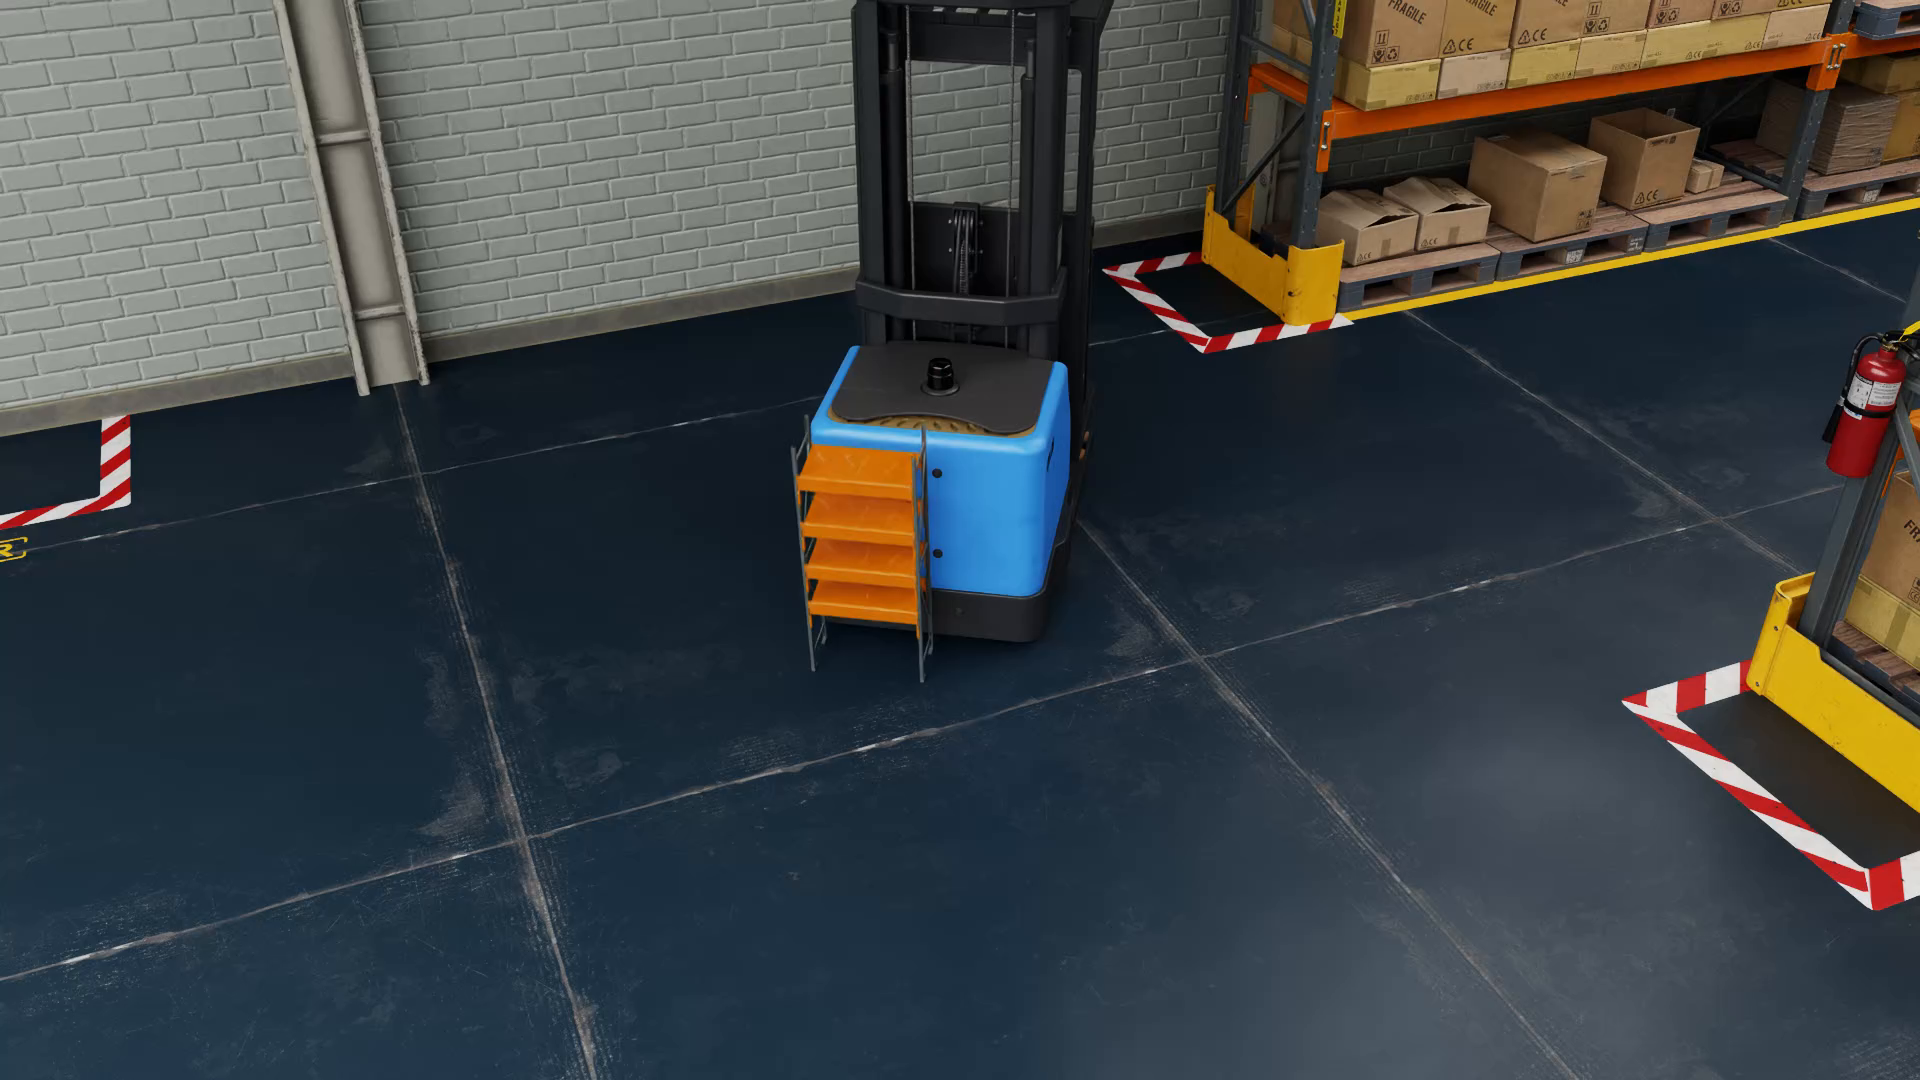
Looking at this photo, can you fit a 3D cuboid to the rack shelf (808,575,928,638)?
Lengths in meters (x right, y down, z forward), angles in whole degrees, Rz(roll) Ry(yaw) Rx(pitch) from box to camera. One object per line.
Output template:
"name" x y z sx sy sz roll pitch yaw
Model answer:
"rack shelf" -0.393 0.266 7.208 0.480 0.148 0.258 5 38 8

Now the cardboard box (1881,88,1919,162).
"cardboard box" 6.727 -3.163 12.250 0.500 0.500 0.700 -14 35 -20

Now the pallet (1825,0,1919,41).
"pallet" 6.359 -3.736 11.418 1.213 0.211 1.003 -13 35 -19

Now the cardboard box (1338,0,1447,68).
"cardboard box" 2.466 -3.093 9.685 0.500 0.500 0.500 -13 35 -19

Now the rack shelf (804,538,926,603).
"rack shelf" -0.396 0.110 7.086 0.480 0.148 0.258 5 38 8

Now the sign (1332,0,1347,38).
"sign" 2.120 -2.974 9.277 0.005 0.325 0.100 -13 35 -19

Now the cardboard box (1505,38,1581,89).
"cardboard box" 3.428 -2.994 10.221 0.500 0.250 0.500 -13 35 -20

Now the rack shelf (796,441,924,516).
"rack shelf" -0.403 -0.253 6.803 0.480 0.148 0.258 5 38 8

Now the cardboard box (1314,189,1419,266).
"cardboard box" 2.583 -2.042 10.700 0.500 0.311 0.500 -17 37 -24

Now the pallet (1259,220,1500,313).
"pallet" 2.743 -1.885 10.953 1.213 0.211 1.003 -13 35 -19

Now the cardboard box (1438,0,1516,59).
"cardboard box" 2.926 -3.193 9.838 0.500 0.500 0.500 -13 35 -19

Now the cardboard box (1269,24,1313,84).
"cardboard box" 2.266 -3.026 10.269 0.500 0.250 0.500 -12 35 -18

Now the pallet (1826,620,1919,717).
"pallet" 4.520 0.593 7.146 1.213 0.211 1.003 -13 35 -19

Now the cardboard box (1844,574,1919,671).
"cardboard box" 4.211 0.321 7.142 0.500 0.250 0.500 -13 35 -19

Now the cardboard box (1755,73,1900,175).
"cardboard box" 6.270 -3.029 12.043 0.500 0.500 0.700 -12 35 -17

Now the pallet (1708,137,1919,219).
"pallet" 6.315 -2.725 12.244 1.213 0.211 1.003 -13 35 -19

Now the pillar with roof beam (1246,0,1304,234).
"pillar with roof beam" 3.887 -3.816 5.864 0.400 9.000 9.100 -13 35 -19

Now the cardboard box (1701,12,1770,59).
"cardboard box" 4.816 -3.320 10.722 0.500 0.250 0.500 -13 35 -19

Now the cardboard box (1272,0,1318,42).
"cardboard box" 2.262 -3.350 10.080 0.500 0.500 0.500 -13 35 -19

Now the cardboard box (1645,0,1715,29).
"cardboard box" 4.355 -3.524 10.347 0.500 0.500 0.500 -14 36 -20

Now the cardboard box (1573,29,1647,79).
"cardboard box" 3.895 -3.100 10.383 0.500 0.250 0.500 -13 35 -19

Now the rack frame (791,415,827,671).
"rack frame" -0.637 0.035 7.079 0.015 1.200 0.240 5 38 8

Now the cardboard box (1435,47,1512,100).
"cardboard box" 2.956 -2.890 10.060 0.500 0.250 0.500 -14 36 -20

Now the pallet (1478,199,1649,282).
"pallet" 3.866 -2.140 11.346 1.213 0.211 1.003 -13 35 -19

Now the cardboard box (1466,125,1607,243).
"cardboard box" 3.804 -2.372 11.033 0.500 0.500 0.700 -15 36 -22

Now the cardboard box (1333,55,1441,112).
"cardboard box" 2.483 -2.773 9.880 0.500 0.250 0.500 -14 36 -20

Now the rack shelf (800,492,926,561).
"rack shelf" -0.399 -0.067 6.948 0.480 0.148 0.258 5 38 8

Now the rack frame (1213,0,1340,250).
"rack frame" 1.910 -2.884 9.932 0.127 3.000 1.000 -13 35 -19

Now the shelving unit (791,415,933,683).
"shelving unit" -0.397 0.057 7.044 0.503 1.200 0.258 5 38 8

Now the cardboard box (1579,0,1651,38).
"cardboard box" 3.876 -3.414 10.178 0.500 0.500 0.500 -12 35 -17

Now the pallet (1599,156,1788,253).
"pallet" 4.993 -2.400 11.745 1.213 0.211 1.003 -13 35 -19

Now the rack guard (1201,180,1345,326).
"rack guard" 1.980 -1.852 10.638 0.348 0.500 1.175 -13 35 -19

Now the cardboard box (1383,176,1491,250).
"cardboard box" 3.108 -2.162 10.885 0.500 0.311 0.500 -10 34 -15

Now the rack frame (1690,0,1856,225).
"rack frame" 5.598 -3.728 11.230 0.127 3.000 1.000 -13 35 -19

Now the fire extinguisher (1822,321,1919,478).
"fire extinguisher" 3.542 -0.570 6.446 0.183 0.674 0.296 -13 35 -19

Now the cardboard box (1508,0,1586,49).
"cardboard box" 3.405 -3.299 10.001 0.500 0.500 0.500 -14 36 -20

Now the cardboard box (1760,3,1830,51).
"cardboard box" 5.279 -3.422 10.877 0.500 0.250 0.500 -13 35 -19

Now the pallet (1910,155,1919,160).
"pallet" 7.442 -2.984 12.643 1.213 0.211 1.003 -13 35 -19

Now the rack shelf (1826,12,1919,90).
"rack shelf" 7.442 -3.849 12.075 4.000 0.370 1.077 -13 35 -19

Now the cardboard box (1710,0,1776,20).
"cardboard box" 4.824 -3.625 10.502 0.500 0.500 0.500 -13 35 -19

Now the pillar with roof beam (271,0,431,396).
"pillar with roof beam" -1.645 -2.550 3.917 0.400 9.000 9.100 -13 35 -19

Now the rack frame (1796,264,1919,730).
"rack frame" 3.831 -0.394 6.105 0.127 3.000 1.000 -13 35 -19

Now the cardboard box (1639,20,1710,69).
"cardboard box" 4.358 -3.207 10.547 0.500 0.250 0.500 -13 35 -19

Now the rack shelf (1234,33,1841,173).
"rack shelf" 3.754 -3.005 10.777 4.000 0.370 1.077 -13 35 -19

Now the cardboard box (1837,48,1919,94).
"cardboard box" 6.675 -3.438 11.984 0.500 0.250 0.500 -14 35 -20

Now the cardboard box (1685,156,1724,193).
"cardboard box" 5.116 -2.597 11.686 0.250 0.166 0.380 -18 37 -25

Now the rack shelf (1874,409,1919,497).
"rack shelf" 5.675 -0.514 6.950 4.000 0.370 1.077 -13 35 -19

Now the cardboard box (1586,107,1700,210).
"cardboard box" 4.657 -2.626 11.424 0.500 0.500 0.500 -16 36 -22

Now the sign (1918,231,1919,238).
"sign" 3.634 -1.254 6.148 0.005 0.325 0.100 -13 35 -19

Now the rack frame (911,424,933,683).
"rack frame" -0.156 0.079 7.010 0.015 1.200 0.240 5 38 8

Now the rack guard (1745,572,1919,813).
"rack guard" 3.809 0.659 6.779 0.348 0.500 1.175 -13 35 -19

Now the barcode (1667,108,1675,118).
"barcode" 5.007 -3.006 11.715 0.075 0.075 0.001 -13 35 -19

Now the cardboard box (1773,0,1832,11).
"cardboard box" 5.282 -3.733 10.668 0.500 0.500 0.500 -13 35 -19

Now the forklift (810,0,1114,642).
"forklift" 0.110 -1.565 7.968 1.130 2.935 3.031 6 33 8

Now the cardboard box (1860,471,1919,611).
"cardboard box" 4.210 0.006 6.940 0.500 0.500 0.500 -13 35 -19
